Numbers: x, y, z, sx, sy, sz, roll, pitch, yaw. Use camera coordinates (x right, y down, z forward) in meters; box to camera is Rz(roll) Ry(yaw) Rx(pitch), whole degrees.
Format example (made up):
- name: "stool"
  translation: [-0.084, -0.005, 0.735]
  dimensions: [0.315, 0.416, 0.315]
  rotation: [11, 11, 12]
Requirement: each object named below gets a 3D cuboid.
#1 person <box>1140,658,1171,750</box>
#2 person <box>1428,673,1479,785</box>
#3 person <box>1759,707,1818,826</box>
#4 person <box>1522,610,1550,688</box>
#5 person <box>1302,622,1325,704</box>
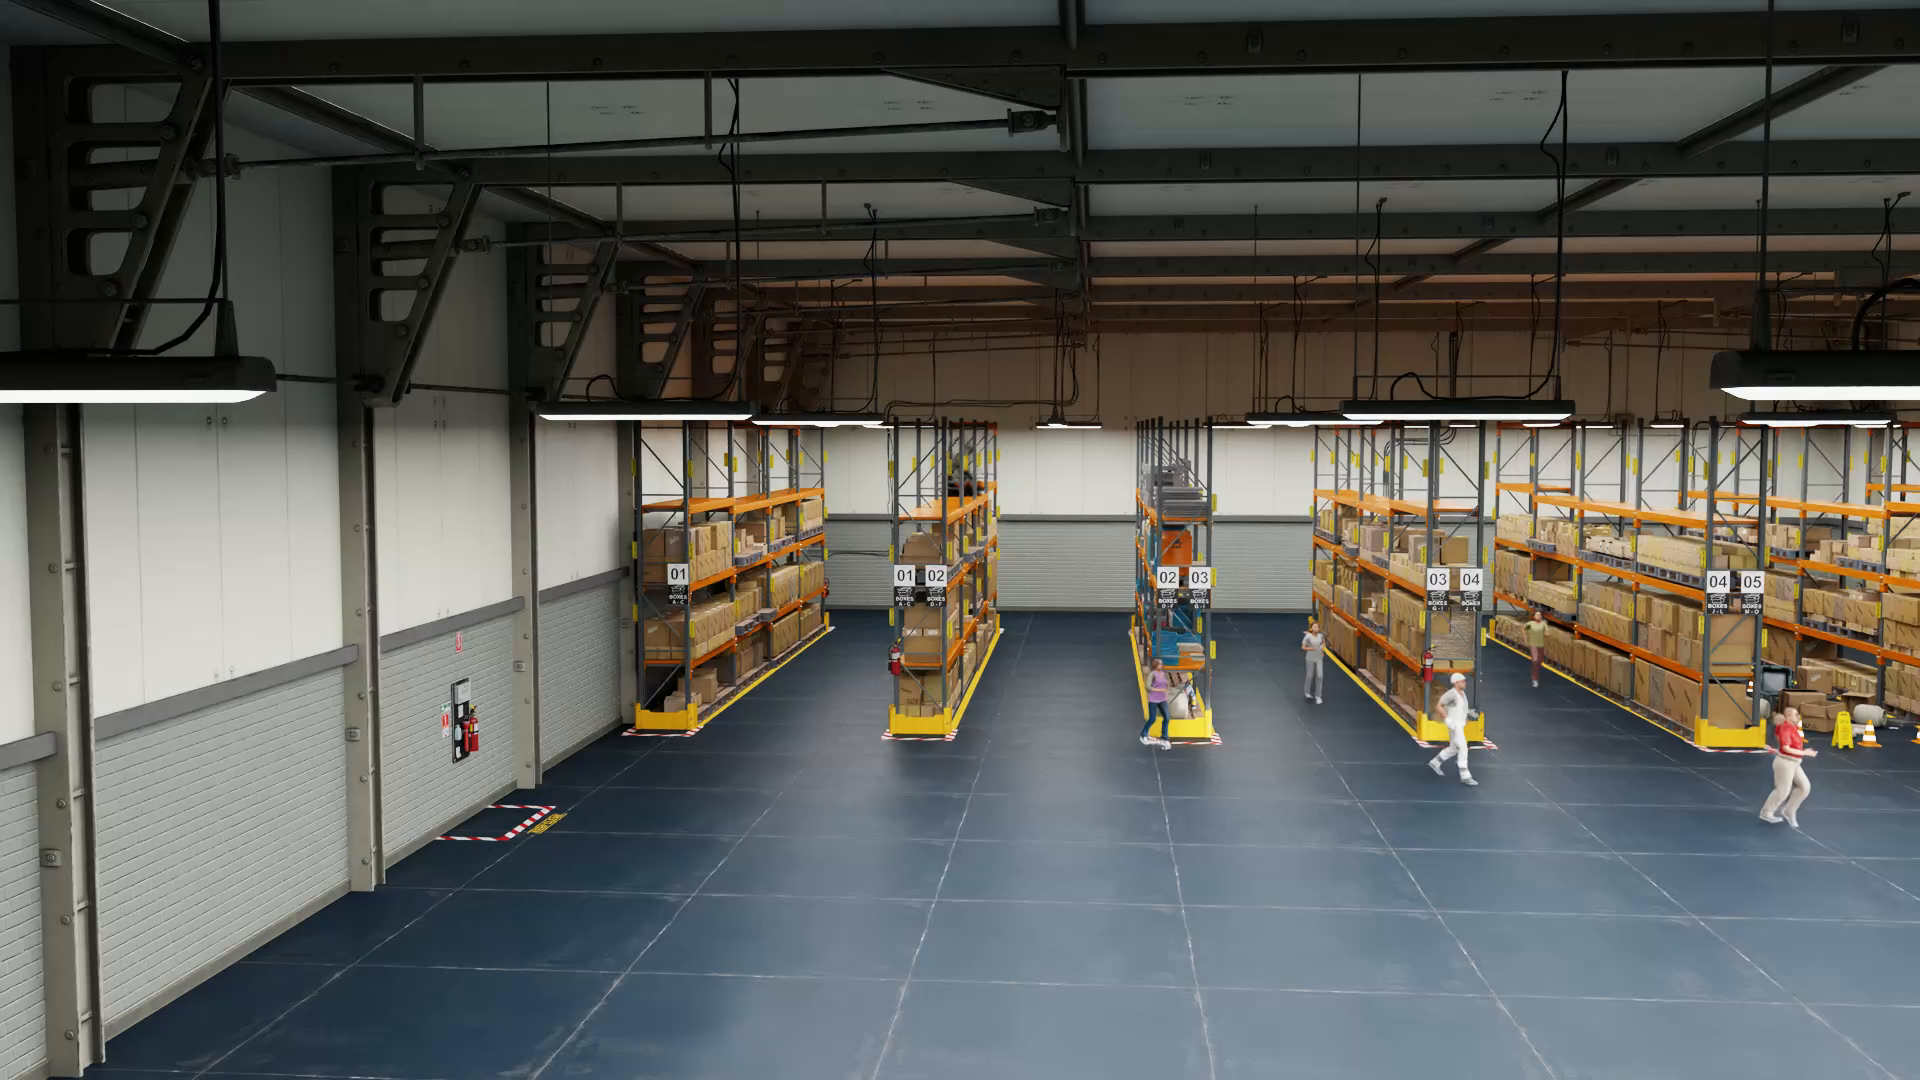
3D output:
- name: "person"
  translation: [3.571, 2.947, 30.082]
  dimensions: [0.549, 1.616, 0.709]
  rotation: [-3, 5, -35]
- name: "person"
  translation: [8.060, 3.051, 27.120]
  dimensions: [0.880, 1.793, 0.669]
  rotation: [3, 5, 35]
- name: "person"
  translation: [12.019, 3.313, 24.092]
  dimensions: [0.741, 1.795, 0.677]
  rotation: [3, 5, 38]
- name: "person"
  translation: [12.999, 2.427, 37.488]
  dimensions: [0.552, 1.715, 0.830]
  rotation: [0, 4, 1]
- name: "person"
  translation: [7.495, 2.570, 35.200]
  dimensions: [0.564, 1.700, 0.807]
  rotation: [0, 4, -5]
